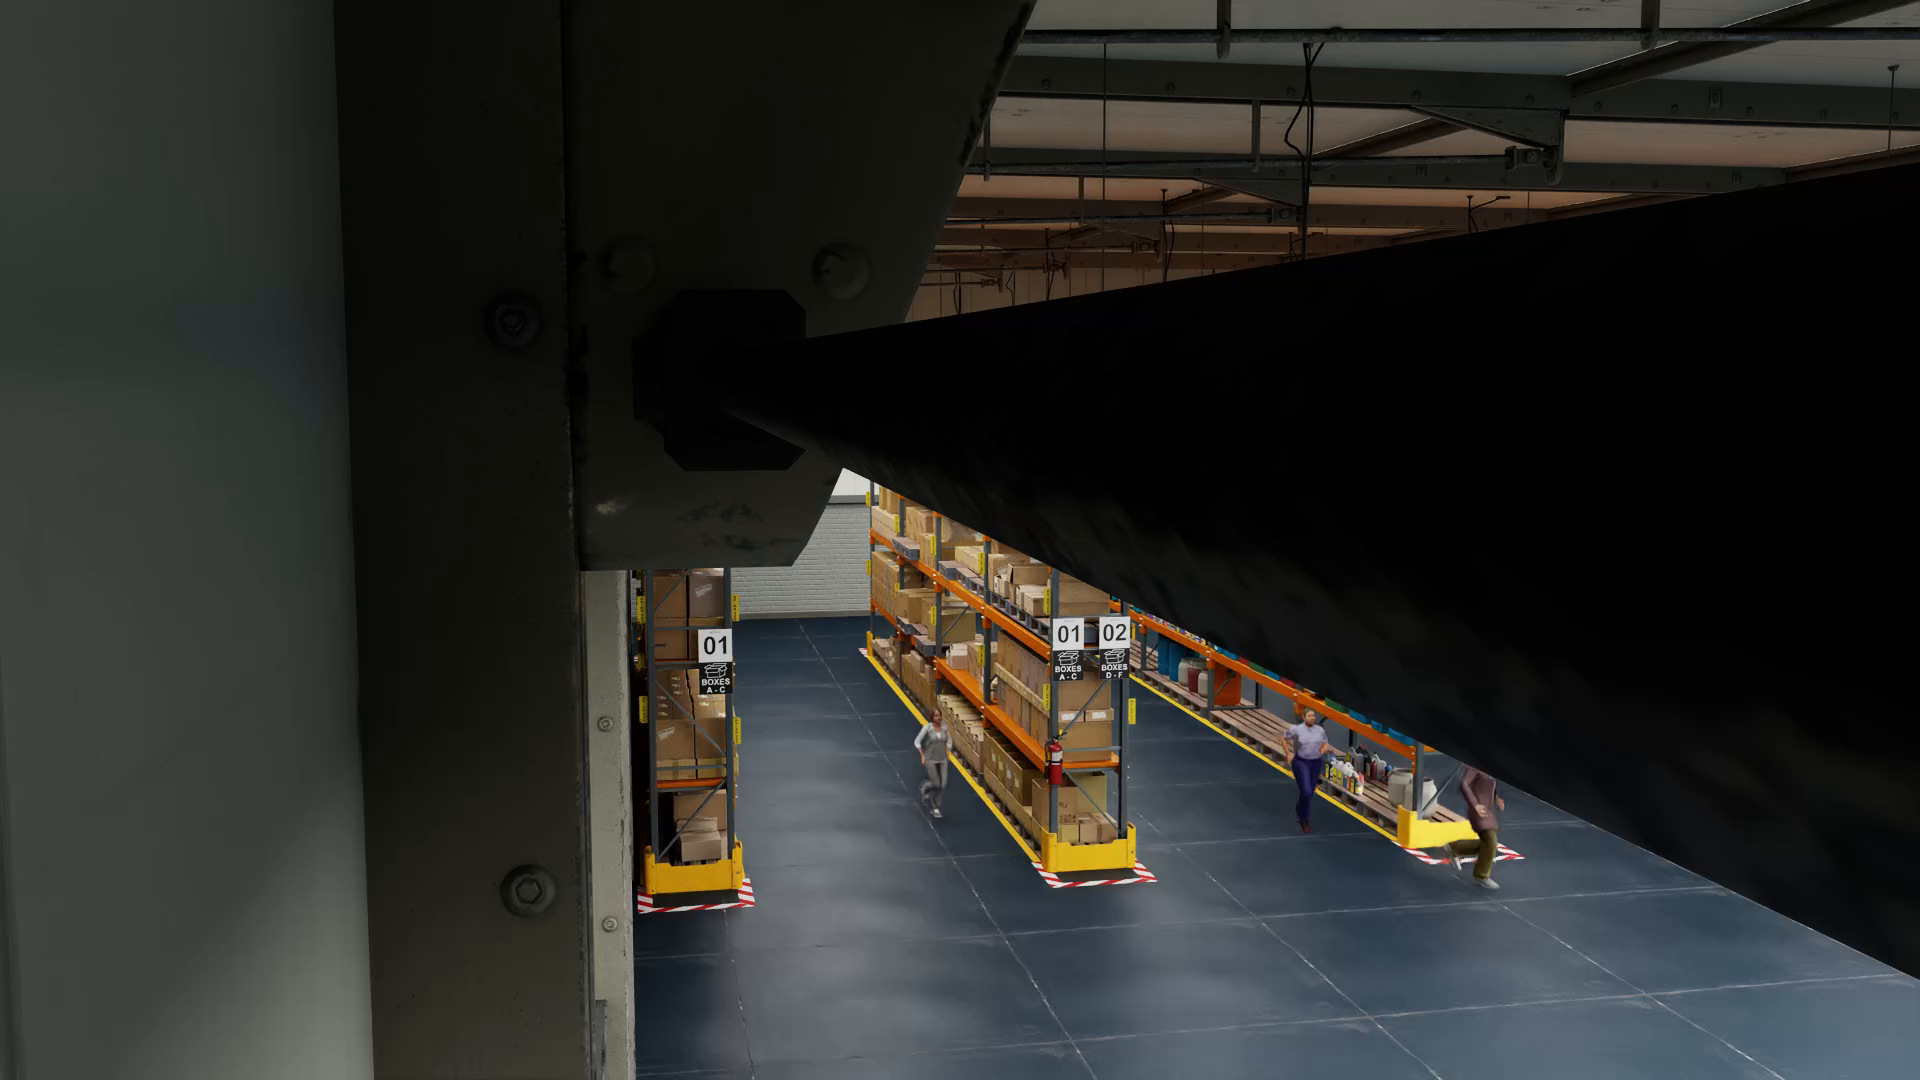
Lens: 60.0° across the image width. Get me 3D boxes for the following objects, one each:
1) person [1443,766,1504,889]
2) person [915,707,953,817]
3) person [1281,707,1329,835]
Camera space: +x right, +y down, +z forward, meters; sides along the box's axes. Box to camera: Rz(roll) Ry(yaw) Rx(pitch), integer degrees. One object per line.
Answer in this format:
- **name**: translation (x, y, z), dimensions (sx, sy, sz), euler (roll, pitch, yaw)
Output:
- **person**: translation (6.389, 3.397, 20.549), dimensions (0.780, 1.654, 0.758), euler (5, 8, 38)
- **person**: translation (-0.340, 3.125, 23.396), dimensions (0.536, 1.555, 0.544), euler (-2, 6, -22)
- **person**: translation (4.755, 3.145, 22.825), dimensions (0.581, 1.699, 0.770), euler (-2, 6, -17)
